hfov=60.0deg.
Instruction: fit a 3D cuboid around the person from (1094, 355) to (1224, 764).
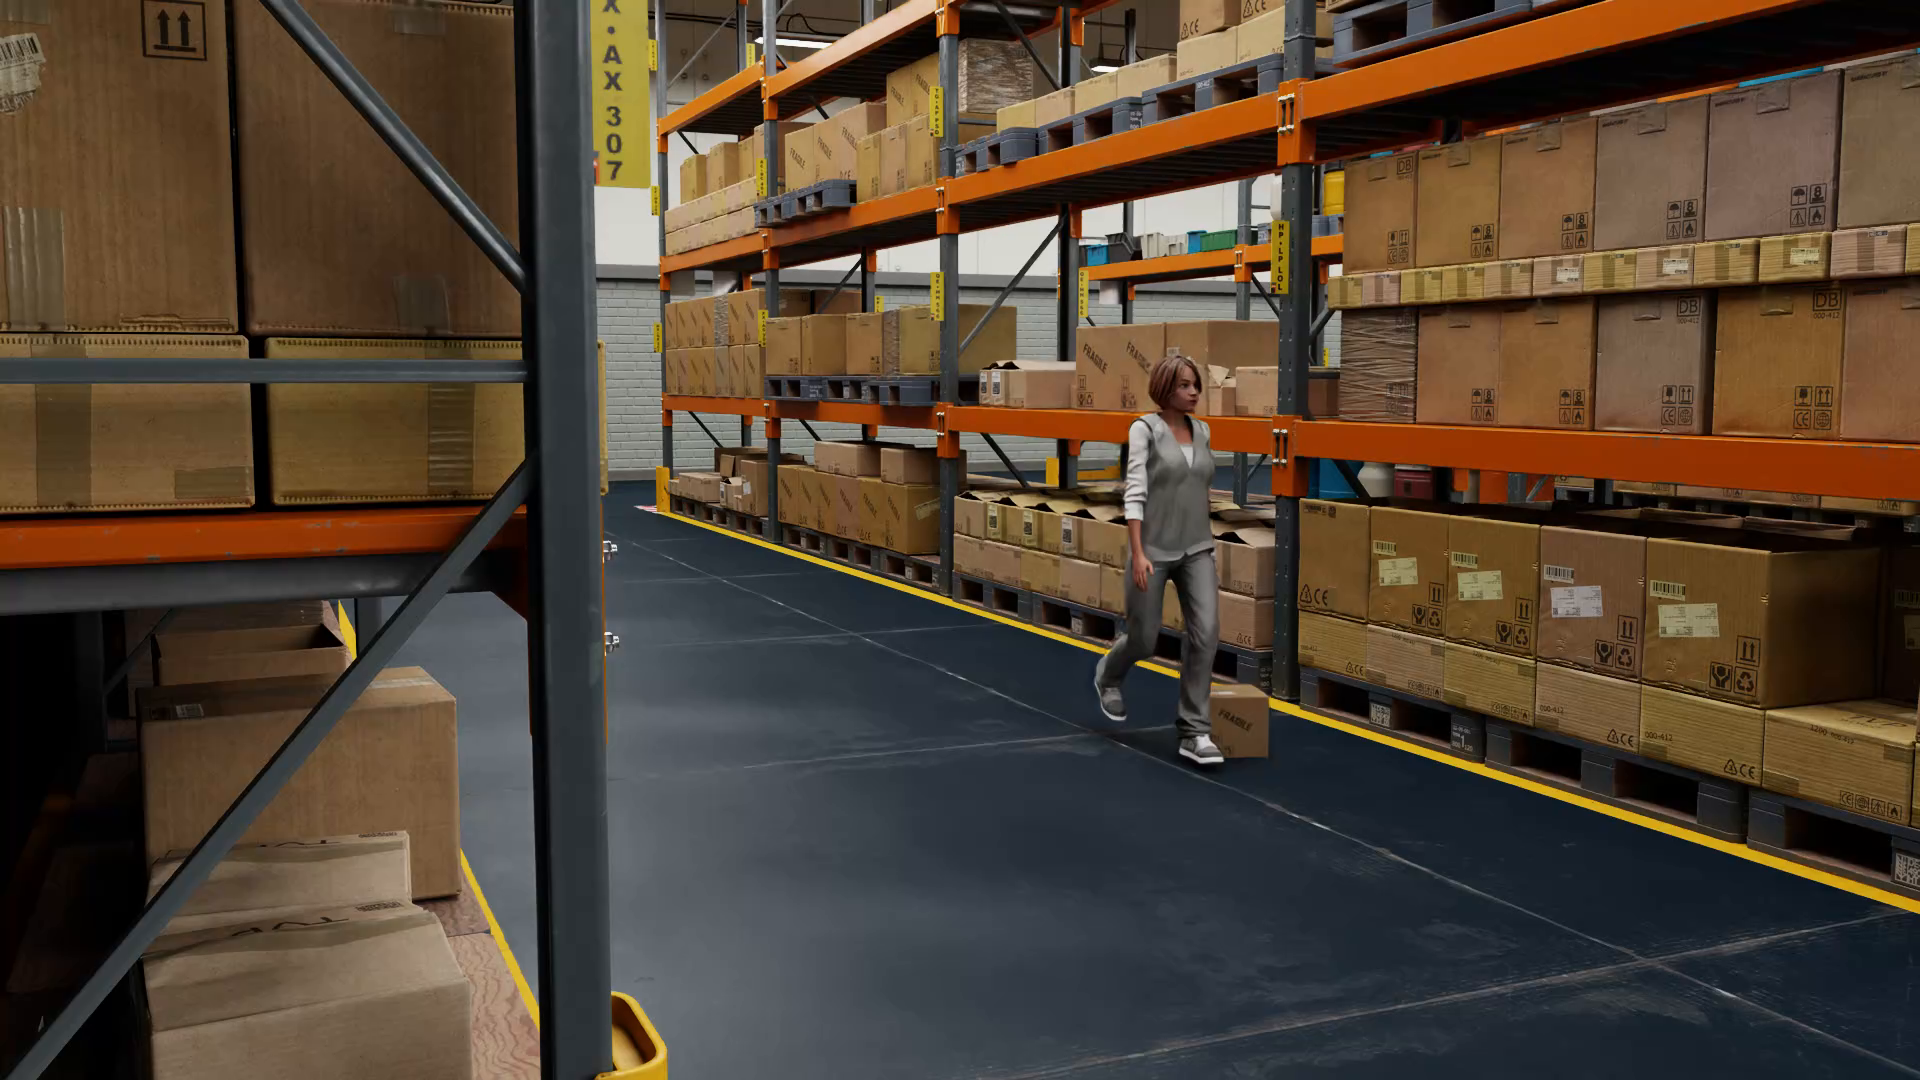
[{"bbox_3d":[0.805,0.052,6.589,0.433,1.560,0.837,-2,6,-21],"label":"person"}]
